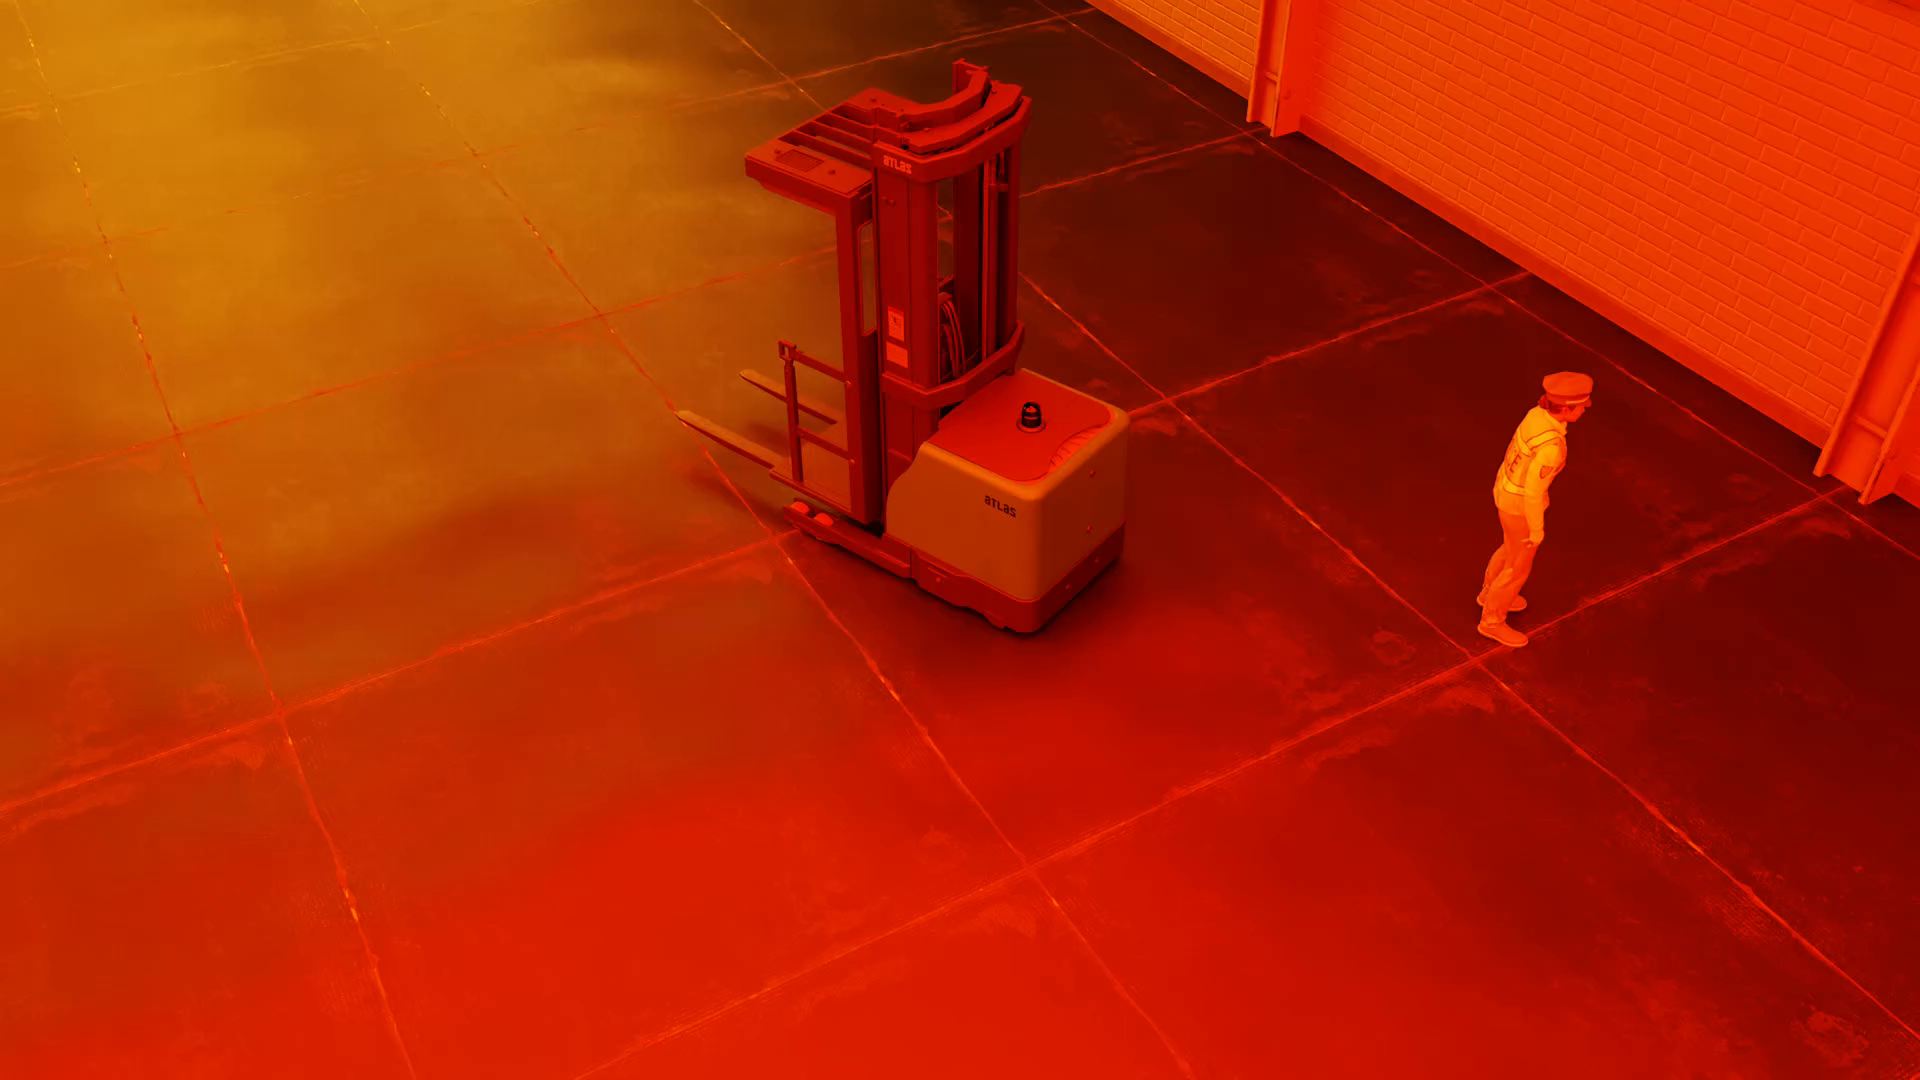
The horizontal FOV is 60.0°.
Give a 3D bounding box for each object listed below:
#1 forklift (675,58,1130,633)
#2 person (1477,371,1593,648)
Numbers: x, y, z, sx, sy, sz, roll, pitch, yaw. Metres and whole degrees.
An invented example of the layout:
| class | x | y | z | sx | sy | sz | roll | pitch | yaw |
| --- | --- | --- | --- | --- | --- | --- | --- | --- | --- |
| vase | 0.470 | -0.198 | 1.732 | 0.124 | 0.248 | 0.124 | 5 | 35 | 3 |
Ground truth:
| class | x | y | z | sx | sy | sz | roll | pitch | yaw |
| --- | --- | --- | --- | --- | --- | --- | --- | --- | --- |
| forklift | -0.481 | -1.366 | 9.683 | 3.031 | 2.935 | 1.130 | 26 | 46 | 28 |
| person | 3.160 | -0.198 | 9.267 | 0.371 | 1.666 | 0.547 | 7 | 40 | 9 |
